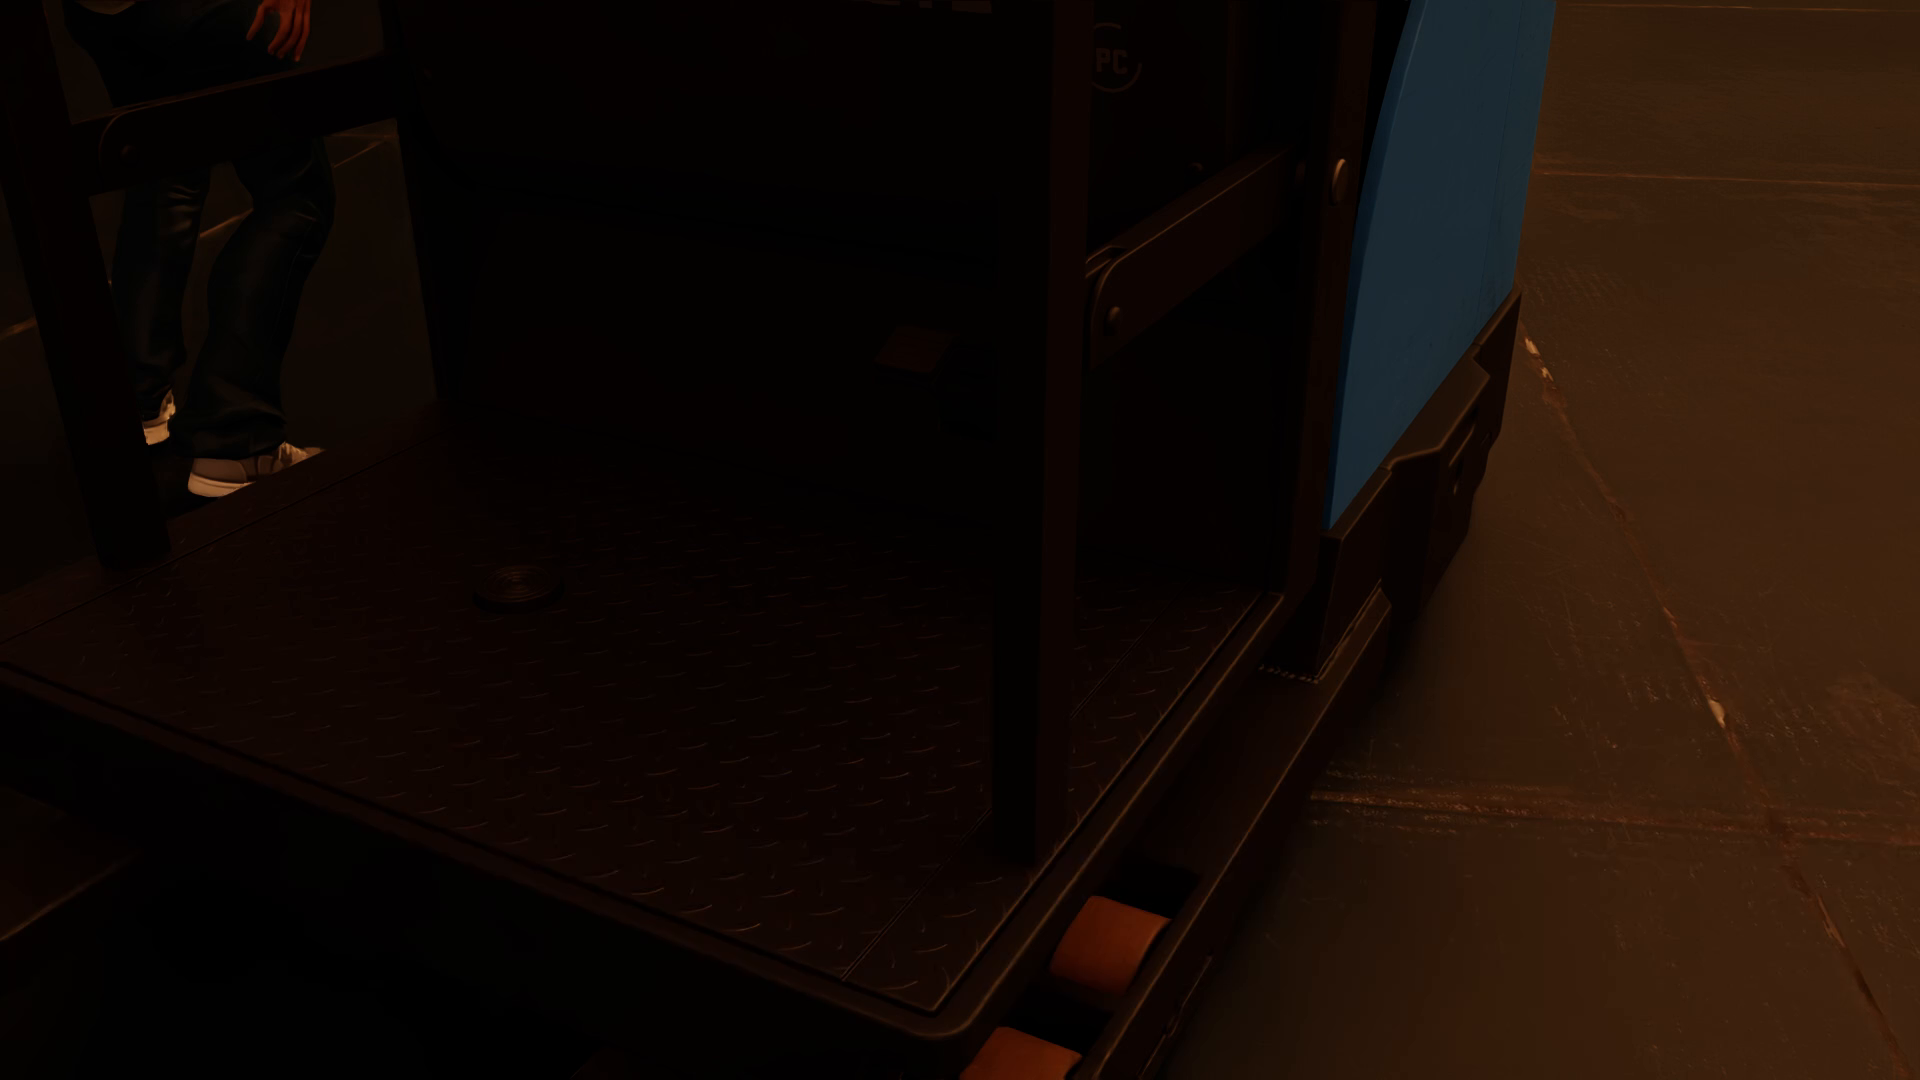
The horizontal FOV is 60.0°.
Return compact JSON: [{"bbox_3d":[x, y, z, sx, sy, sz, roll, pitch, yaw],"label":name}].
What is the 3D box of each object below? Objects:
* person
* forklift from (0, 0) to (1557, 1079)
[{"bbox_3d":[-1.192,-0.804,2.447,0.707,1.548,0.366,15,30,27],"label":"person"},{"bbox_3d":[-0.261,-0.971,1.164,1.130,2.935,3.031,13,29,25],"label":"forklift"}]
